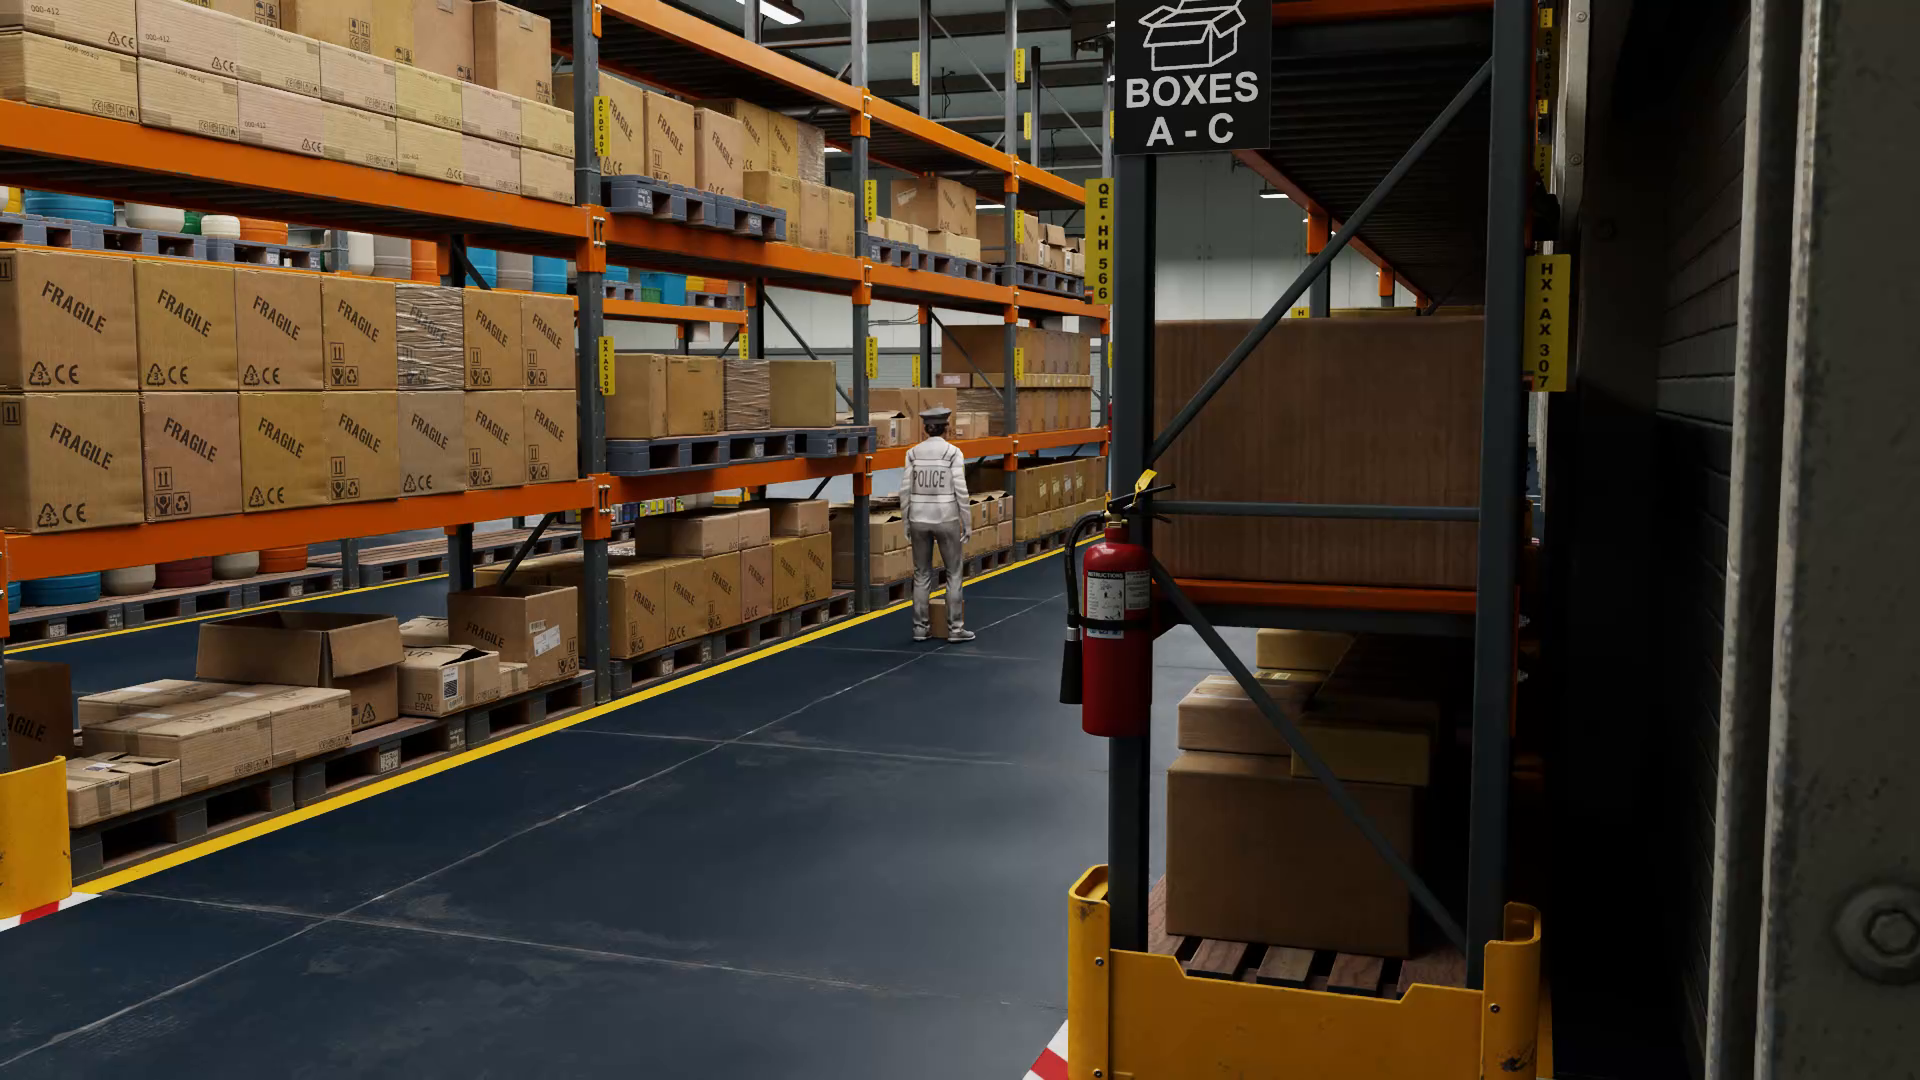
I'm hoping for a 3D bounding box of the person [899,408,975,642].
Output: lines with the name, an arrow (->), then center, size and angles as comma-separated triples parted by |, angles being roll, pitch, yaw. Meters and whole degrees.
person -> -0.170, -0.106, 11.859 | 0.529, 1.663, 0.371 | 2, 6, 16
